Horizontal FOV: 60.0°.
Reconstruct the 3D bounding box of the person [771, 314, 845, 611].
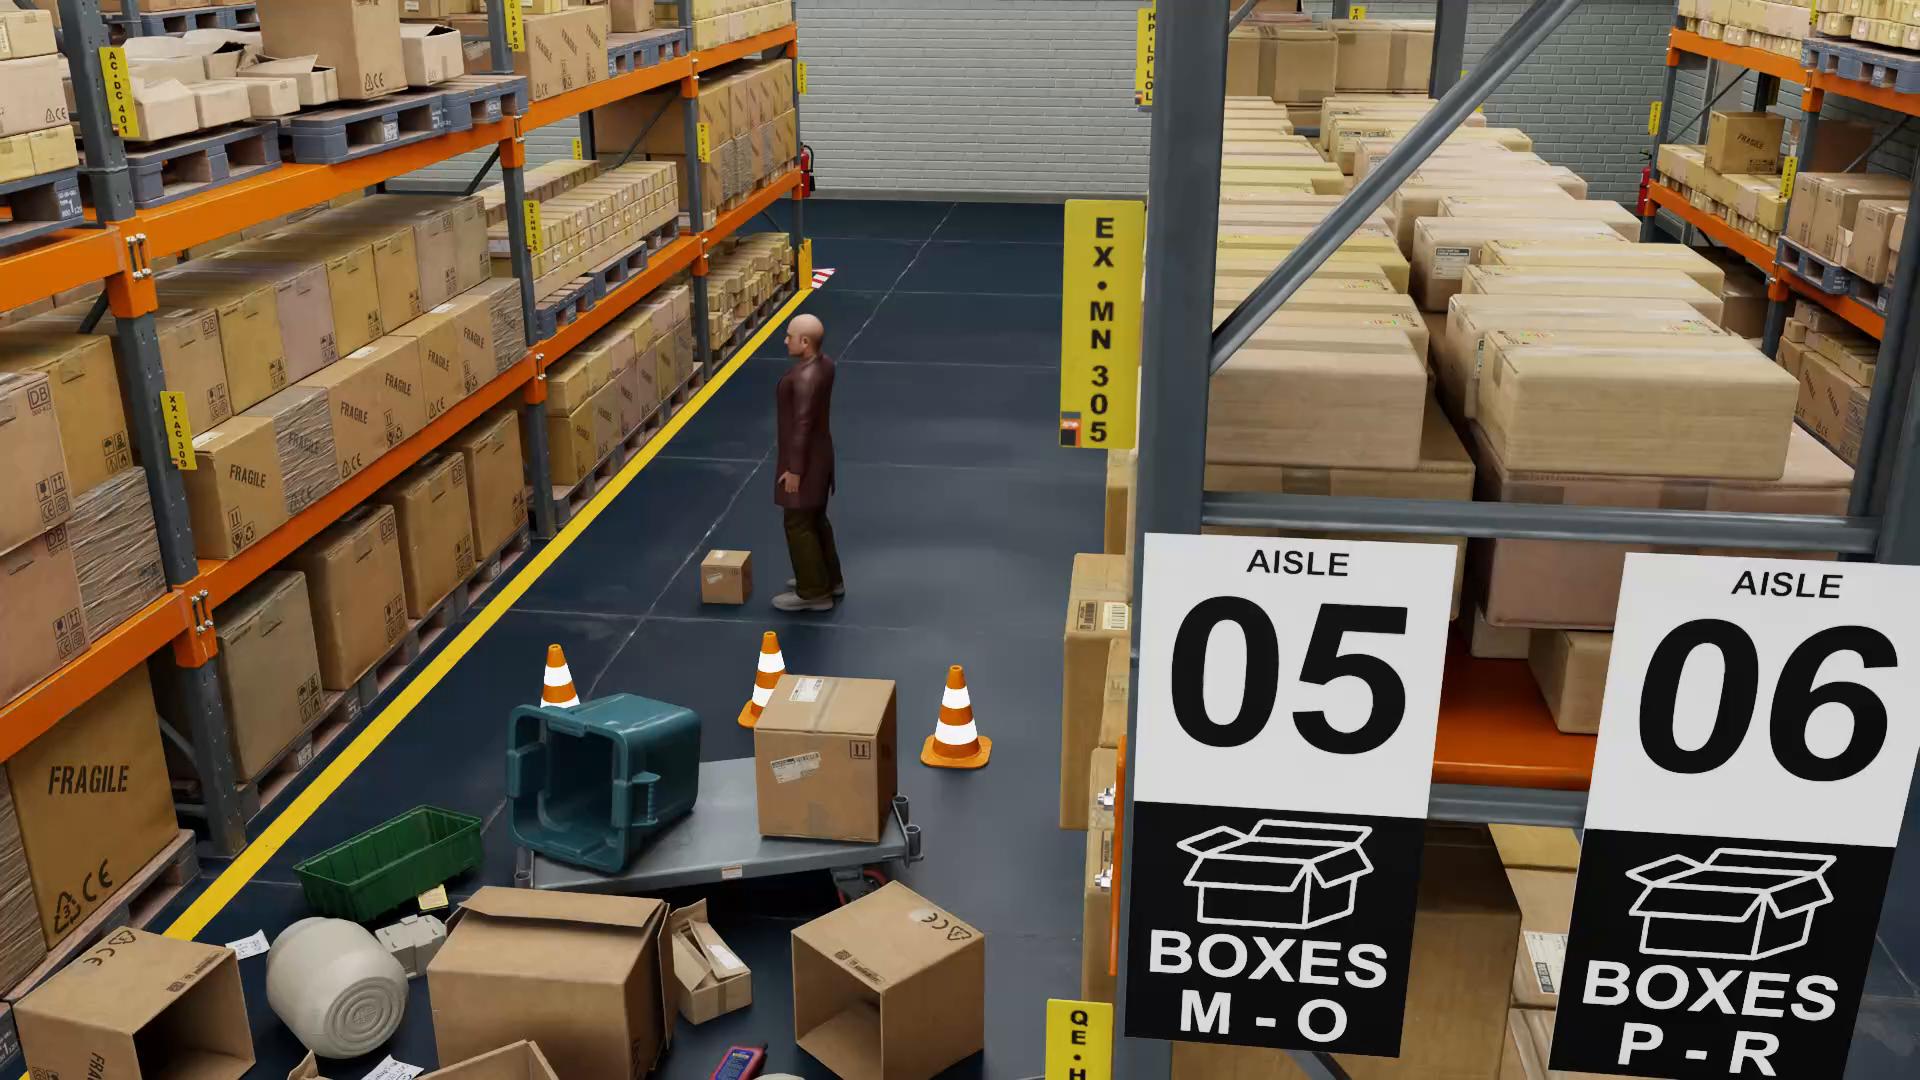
[{"bbox_3d":[-0.923,-0.457,9.806,0.396,1.776,0.563,3,21,8],"label":"person"}]
